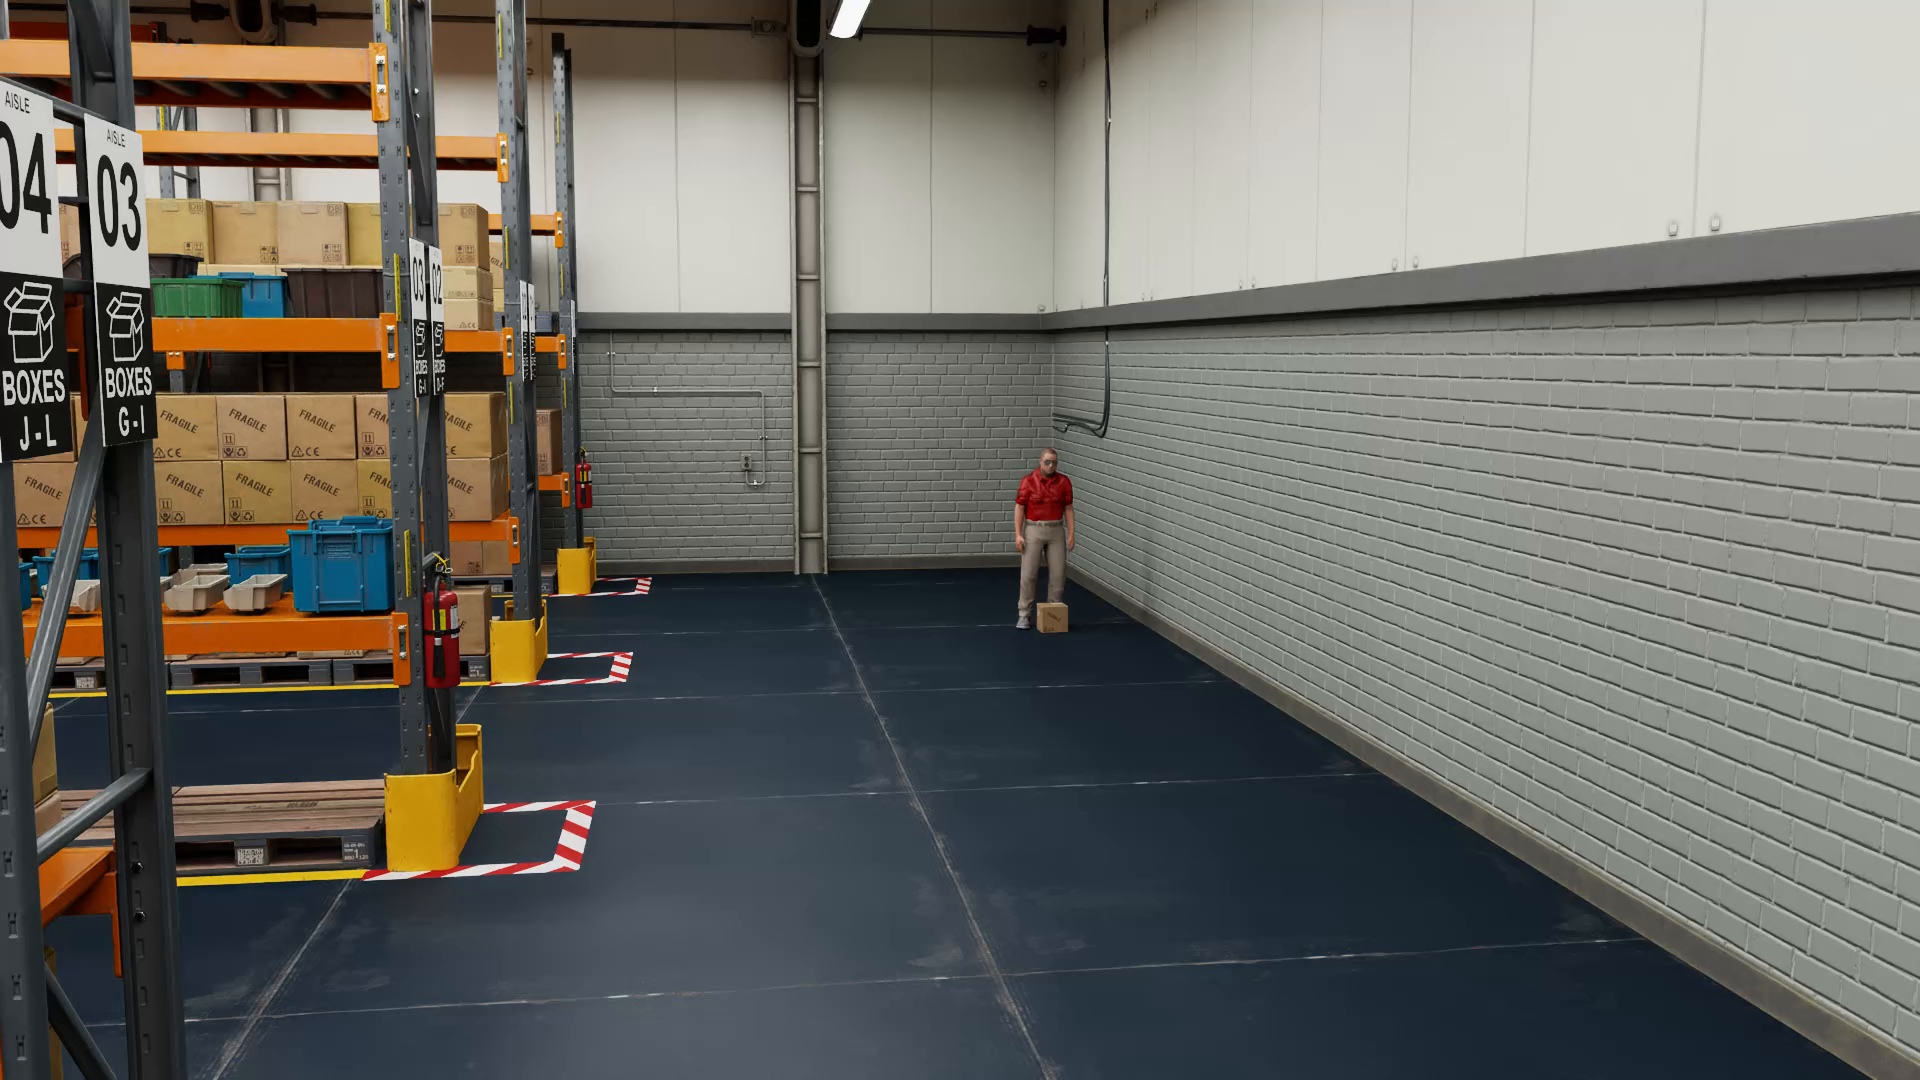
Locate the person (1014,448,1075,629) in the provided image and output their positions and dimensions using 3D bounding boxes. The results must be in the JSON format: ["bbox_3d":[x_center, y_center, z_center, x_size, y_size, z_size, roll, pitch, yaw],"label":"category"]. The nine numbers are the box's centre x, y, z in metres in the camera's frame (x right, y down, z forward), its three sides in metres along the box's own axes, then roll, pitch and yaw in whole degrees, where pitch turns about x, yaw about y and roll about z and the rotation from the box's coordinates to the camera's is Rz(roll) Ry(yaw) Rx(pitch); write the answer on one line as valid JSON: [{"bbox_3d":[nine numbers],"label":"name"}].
[{"bbox_3d":[0.816,-0.024,15.984,0.593,1.726,0.389,-1,7,-10],"label":"person"}]
